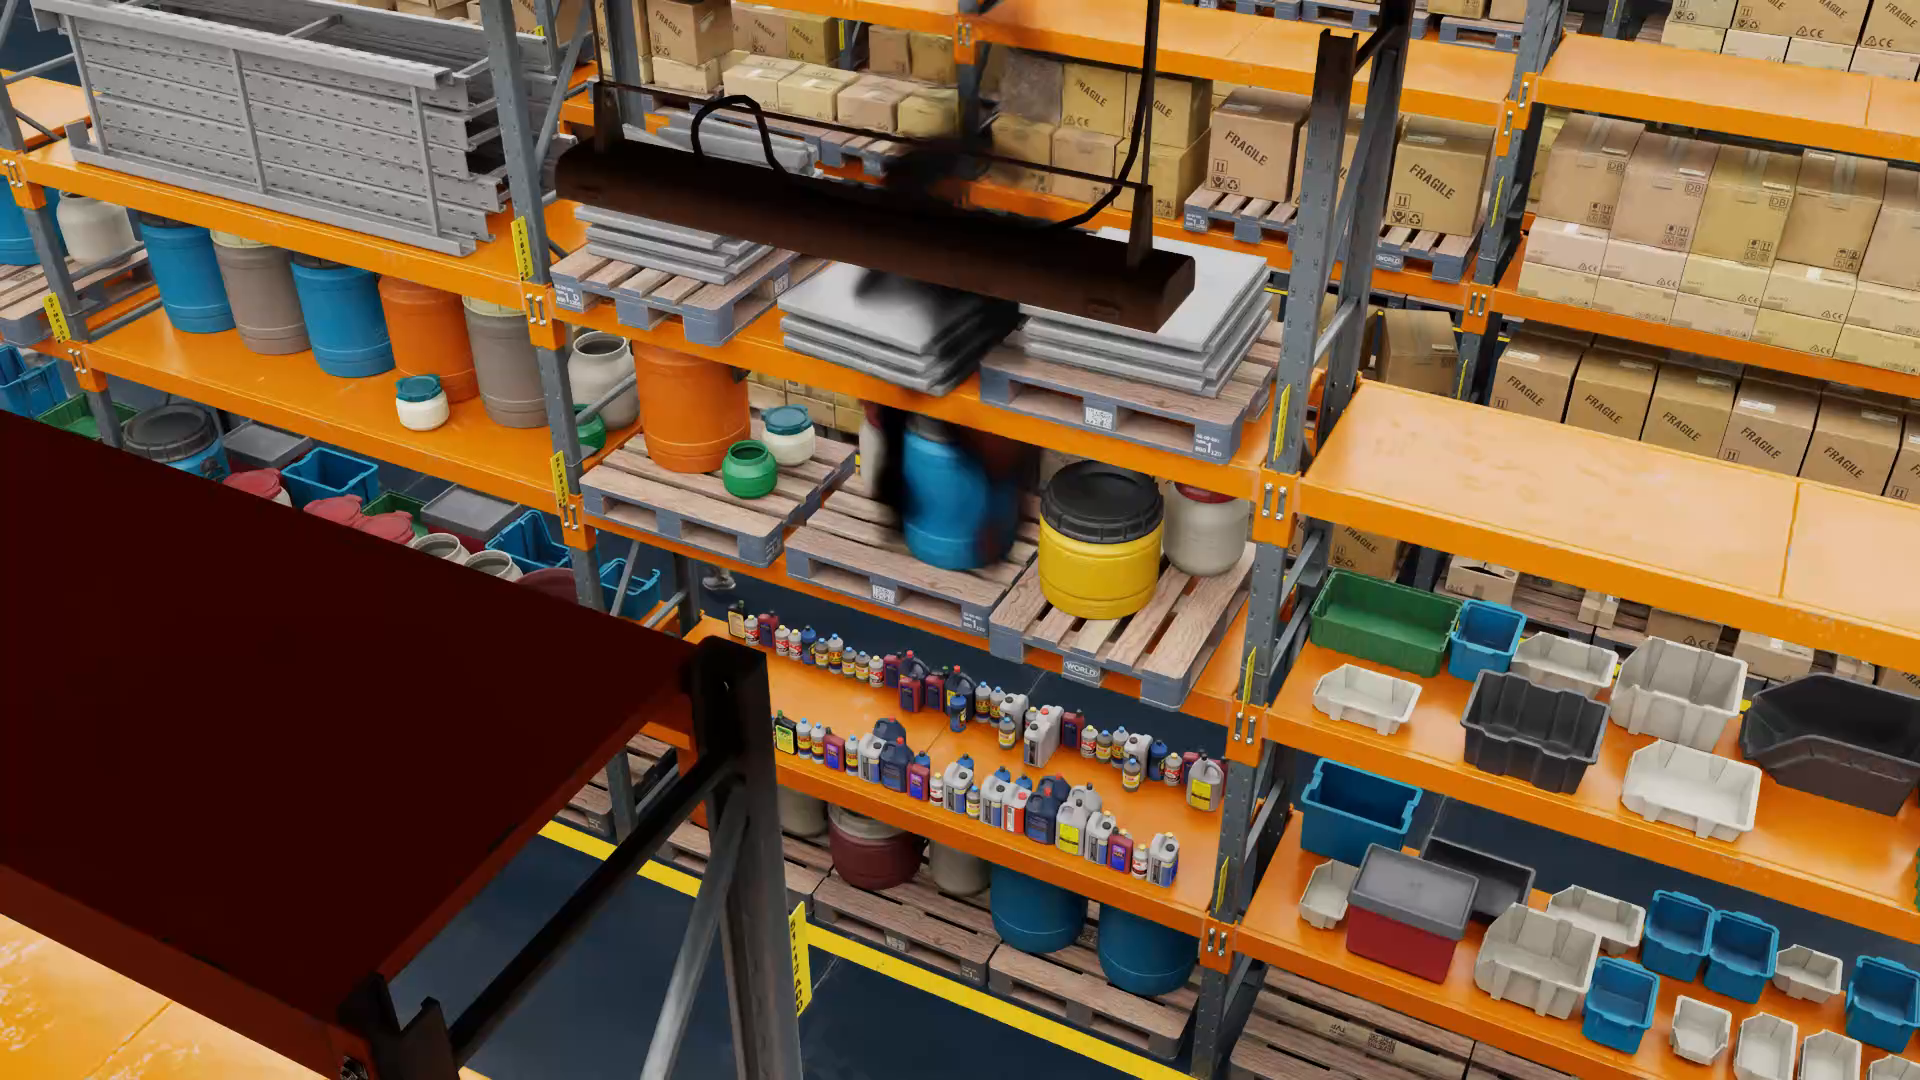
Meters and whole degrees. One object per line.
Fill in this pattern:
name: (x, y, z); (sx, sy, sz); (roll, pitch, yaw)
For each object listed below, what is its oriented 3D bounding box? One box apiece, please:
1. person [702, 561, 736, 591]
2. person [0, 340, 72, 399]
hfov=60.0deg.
person: (-2.063, -0.354, 12.778); (0.616, 1.659, 0.593); (11, 37, 15)
person: (-8.274, -1.672, 14.732); (0.823, 1.826, 0.738); (11, 36, 15)
